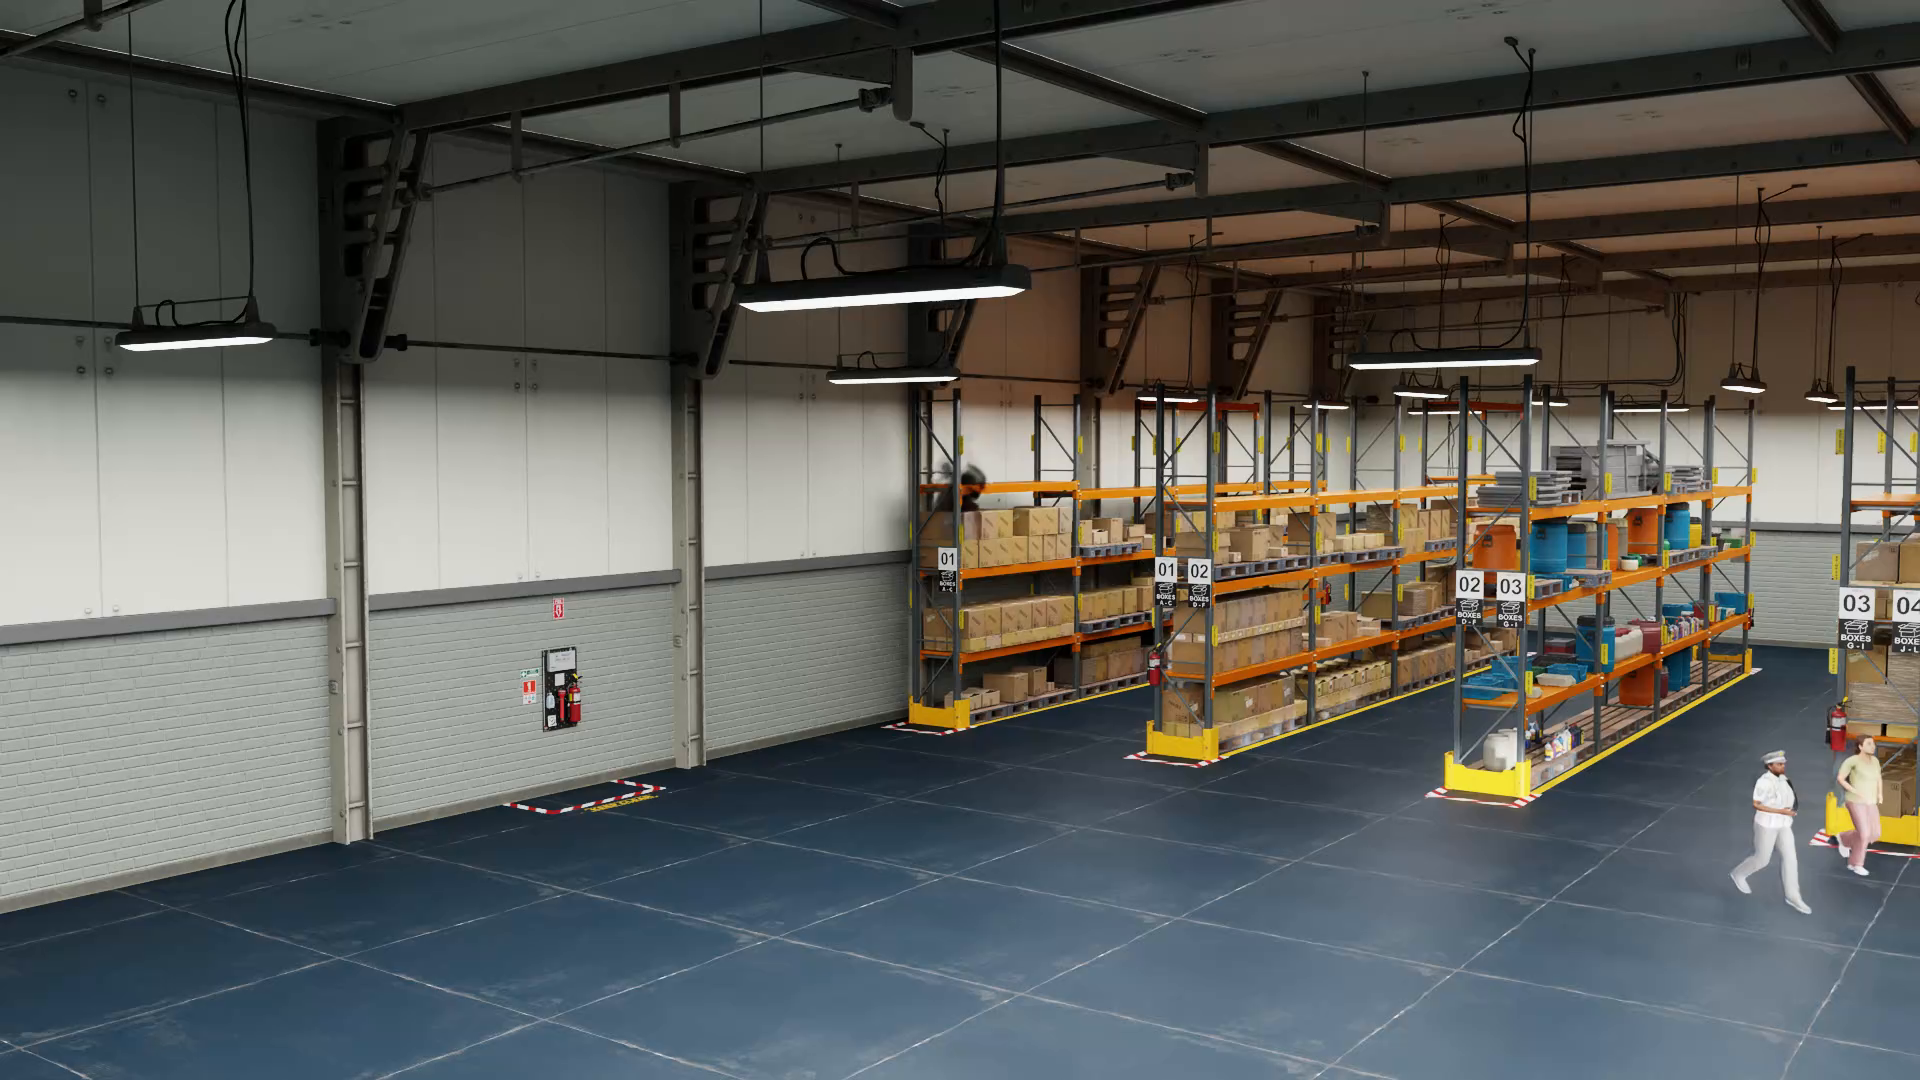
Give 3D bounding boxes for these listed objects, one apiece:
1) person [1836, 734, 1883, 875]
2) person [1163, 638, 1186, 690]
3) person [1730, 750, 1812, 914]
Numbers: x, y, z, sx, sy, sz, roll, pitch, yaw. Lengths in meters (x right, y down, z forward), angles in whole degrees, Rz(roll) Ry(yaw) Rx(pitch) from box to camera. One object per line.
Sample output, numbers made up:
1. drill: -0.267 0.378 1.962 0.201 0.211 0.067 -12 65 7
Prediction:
1. person: 10.597 3.086 19.613 0.624 1.636 0.597 -1 3 -15
2. person: 4.020 2.390 30.700 0.698 1.720 0.576 1 4 25
3. person: 8.789 3.110 18.034 0.558 1.703 0.939 -1 4 -23
